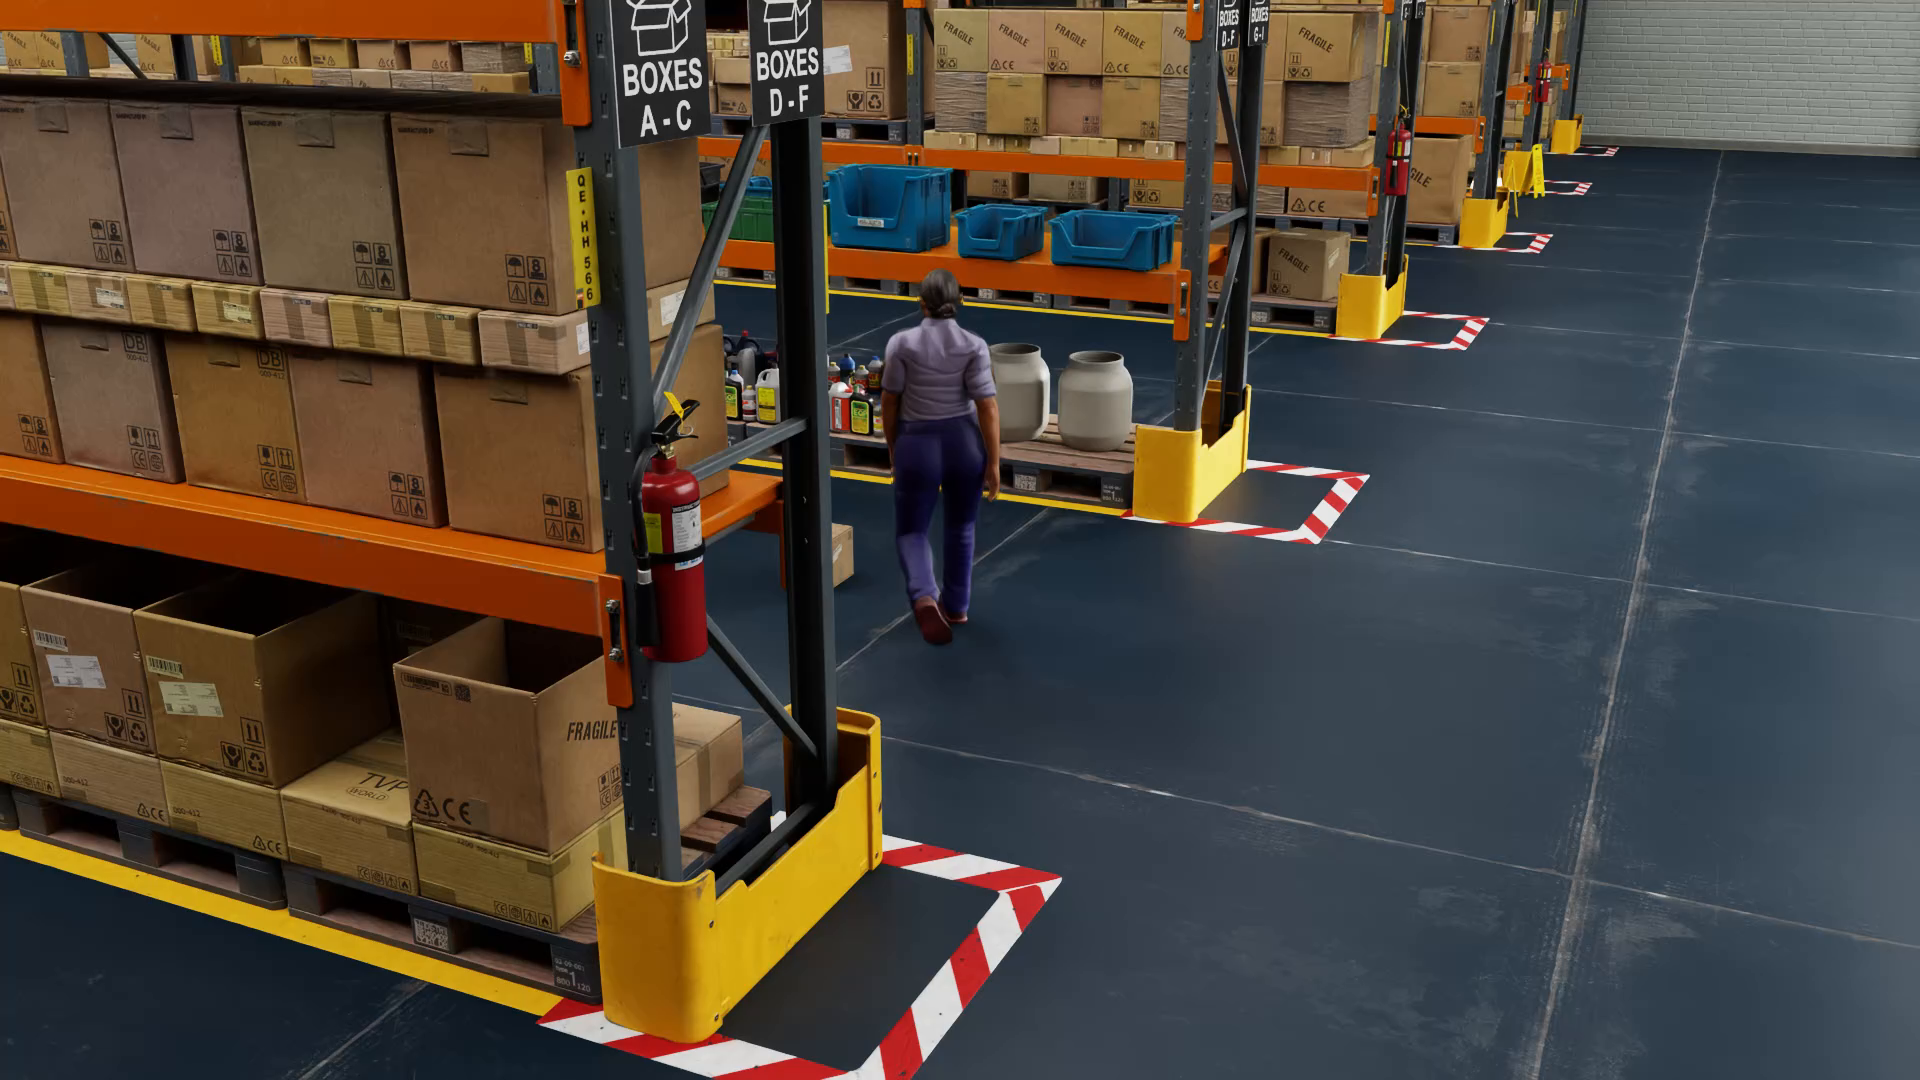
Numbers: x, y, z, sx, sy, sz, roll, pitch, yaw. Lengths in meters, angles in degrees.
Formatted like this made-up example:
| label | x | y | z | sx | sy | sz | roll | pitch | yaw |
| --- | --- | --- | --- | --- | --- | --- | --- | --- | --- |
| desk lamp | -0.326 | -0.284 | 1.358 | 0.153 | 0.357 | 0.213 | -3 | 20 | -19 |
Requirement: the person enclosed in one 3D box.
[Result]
| label | x | y | z | sx | sy | sz | roll | pitch | yaw |
| --- | --- | --- | --- | --- | --- | --- | --- | --- | --- |
| person | -0.084 | -0.345 | 7.080 | 0.498 | 1.617 | 0.772 | -1 | 19 | -4 |
